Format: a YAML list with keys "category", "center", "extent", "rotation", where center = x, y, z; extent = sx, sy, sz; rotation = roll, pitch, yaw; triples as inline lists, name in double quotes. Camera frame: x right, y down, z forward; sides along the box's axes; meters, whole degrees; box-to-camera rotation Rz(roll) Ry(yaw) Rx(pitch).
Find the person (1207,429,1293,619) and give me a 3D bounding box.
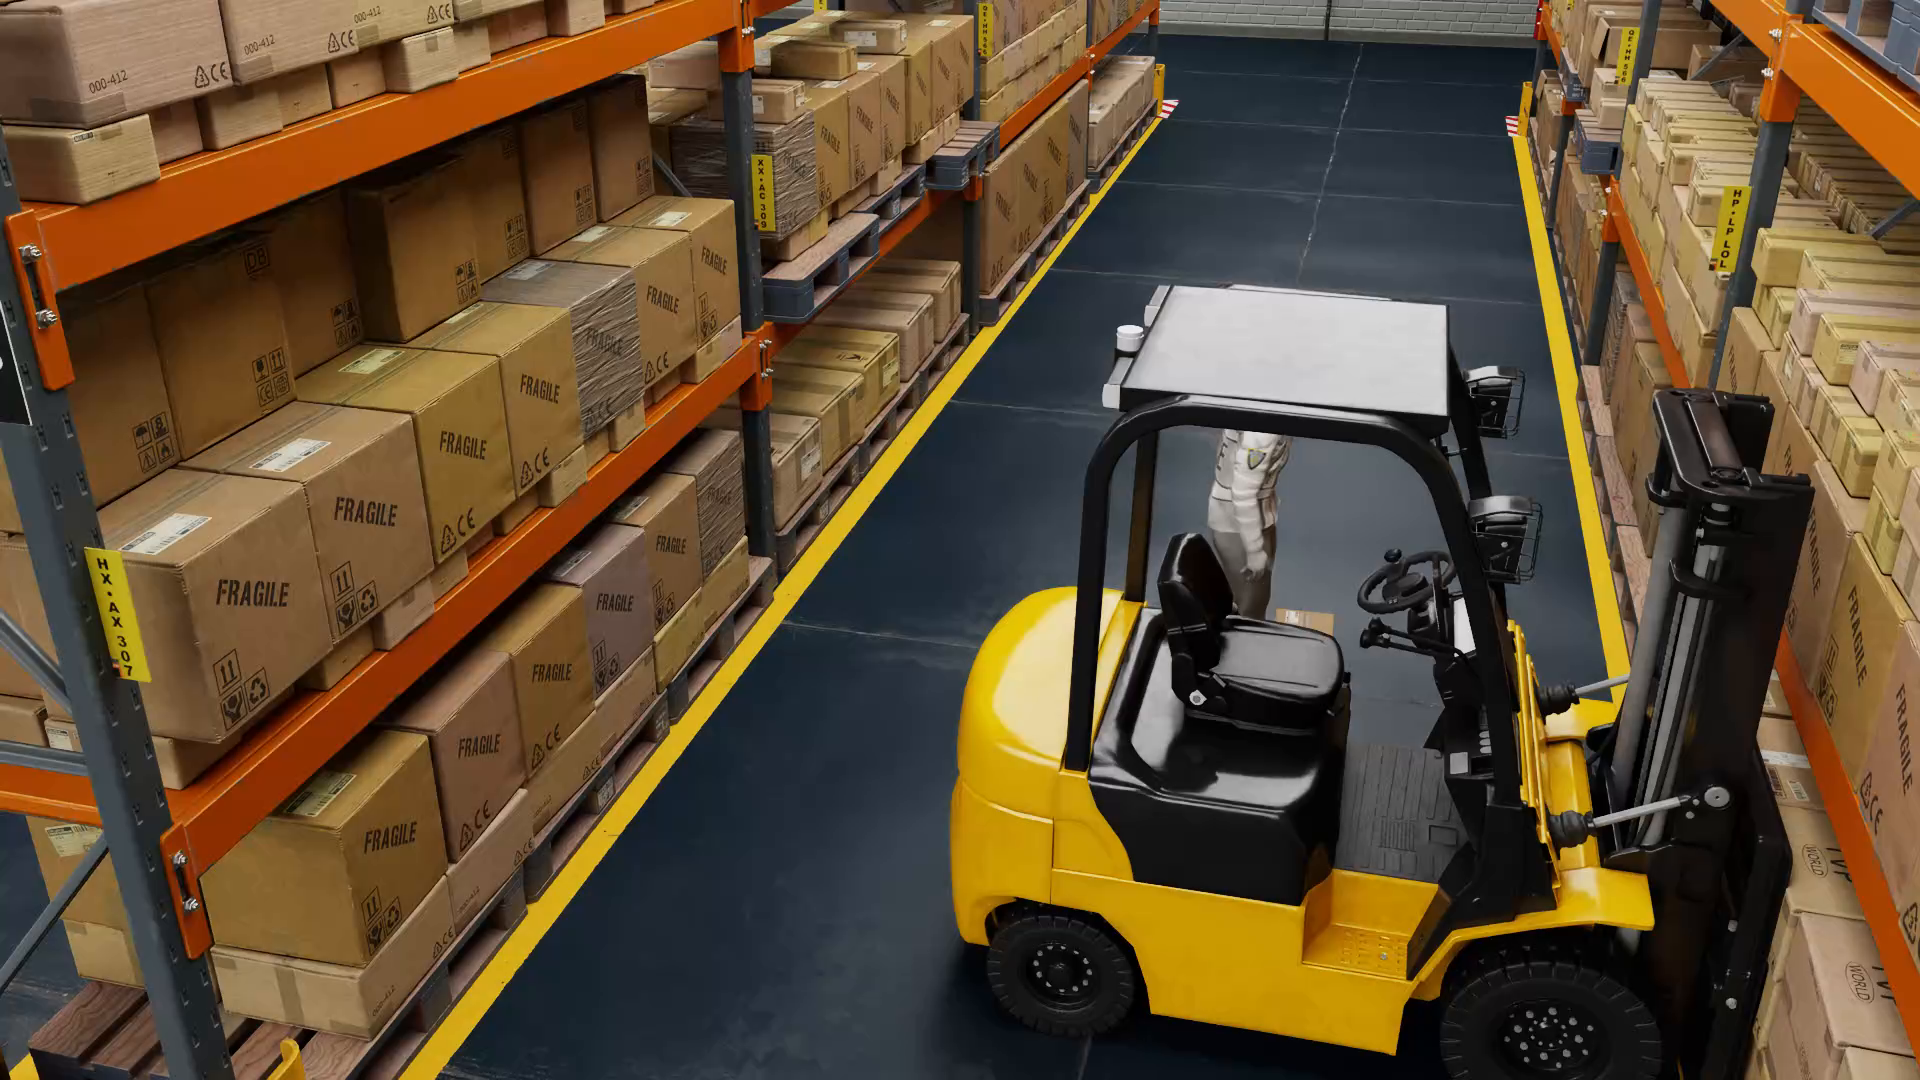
- category: "person"
  center: [1.185, -0.047, 6.704]
  extent: [0.378, 1.663, 0.531]
  rotation: [6, 26, 13]
